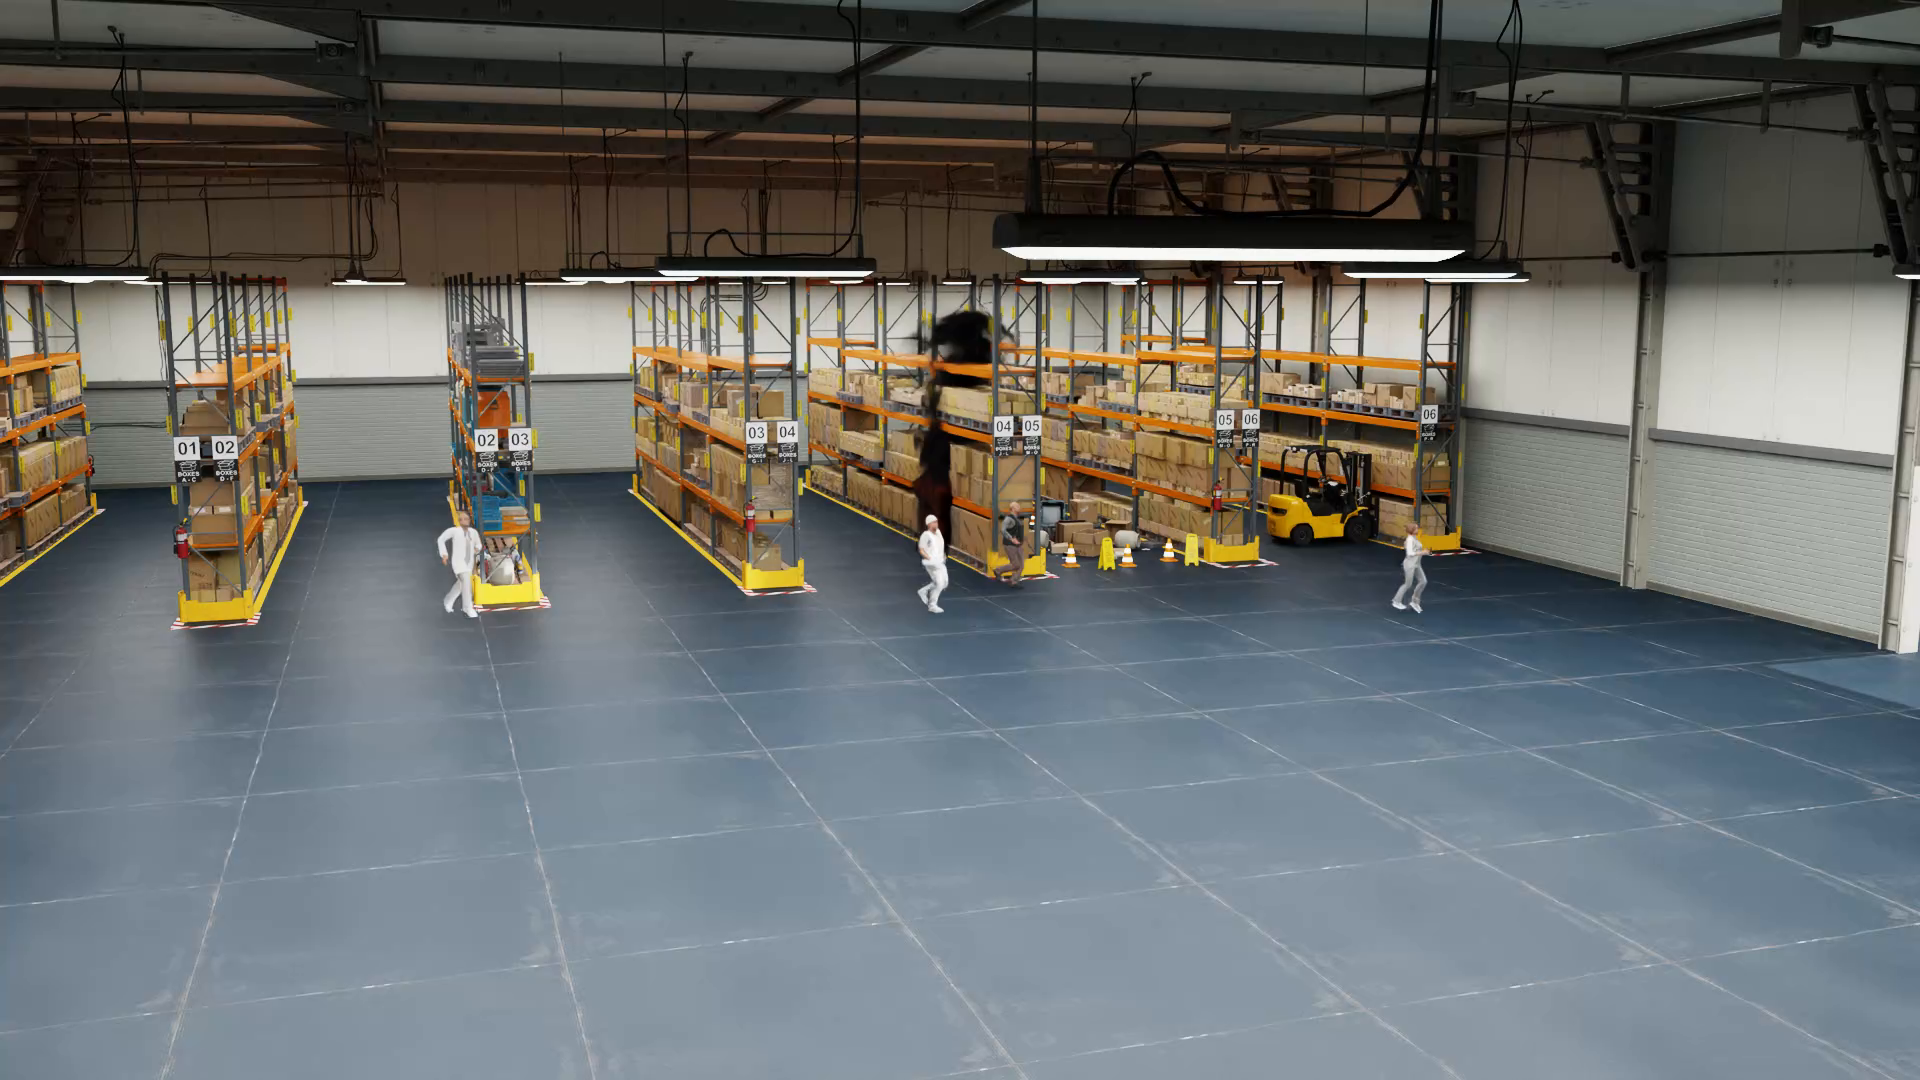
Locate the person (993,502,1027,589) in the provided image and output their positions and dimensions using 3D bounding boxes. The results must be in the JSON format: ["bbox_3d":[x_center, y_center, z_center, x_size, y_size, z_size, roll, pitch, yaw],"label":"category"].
[{"bbox_3d":[0.978,0.101,31.961,0.643,1.681,0.650,5,10,28],"label":"person"}]

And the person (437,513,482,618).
[{"bbox_3d":[-8.720,0.425,29.353,0.927,1.773,0.698,6,11,35],"label":"person"}]

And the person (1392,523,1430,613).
[{"bbox_3d":[8.032,0.497,29.517,0.660,1.635,0.514,6,10,34],"label":"person"}]

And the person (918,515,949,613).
[{"bbox_3d":[-0.511,0.413,29.628,0.558,1.745,0.678,4,9,25],"label":"person"}]
